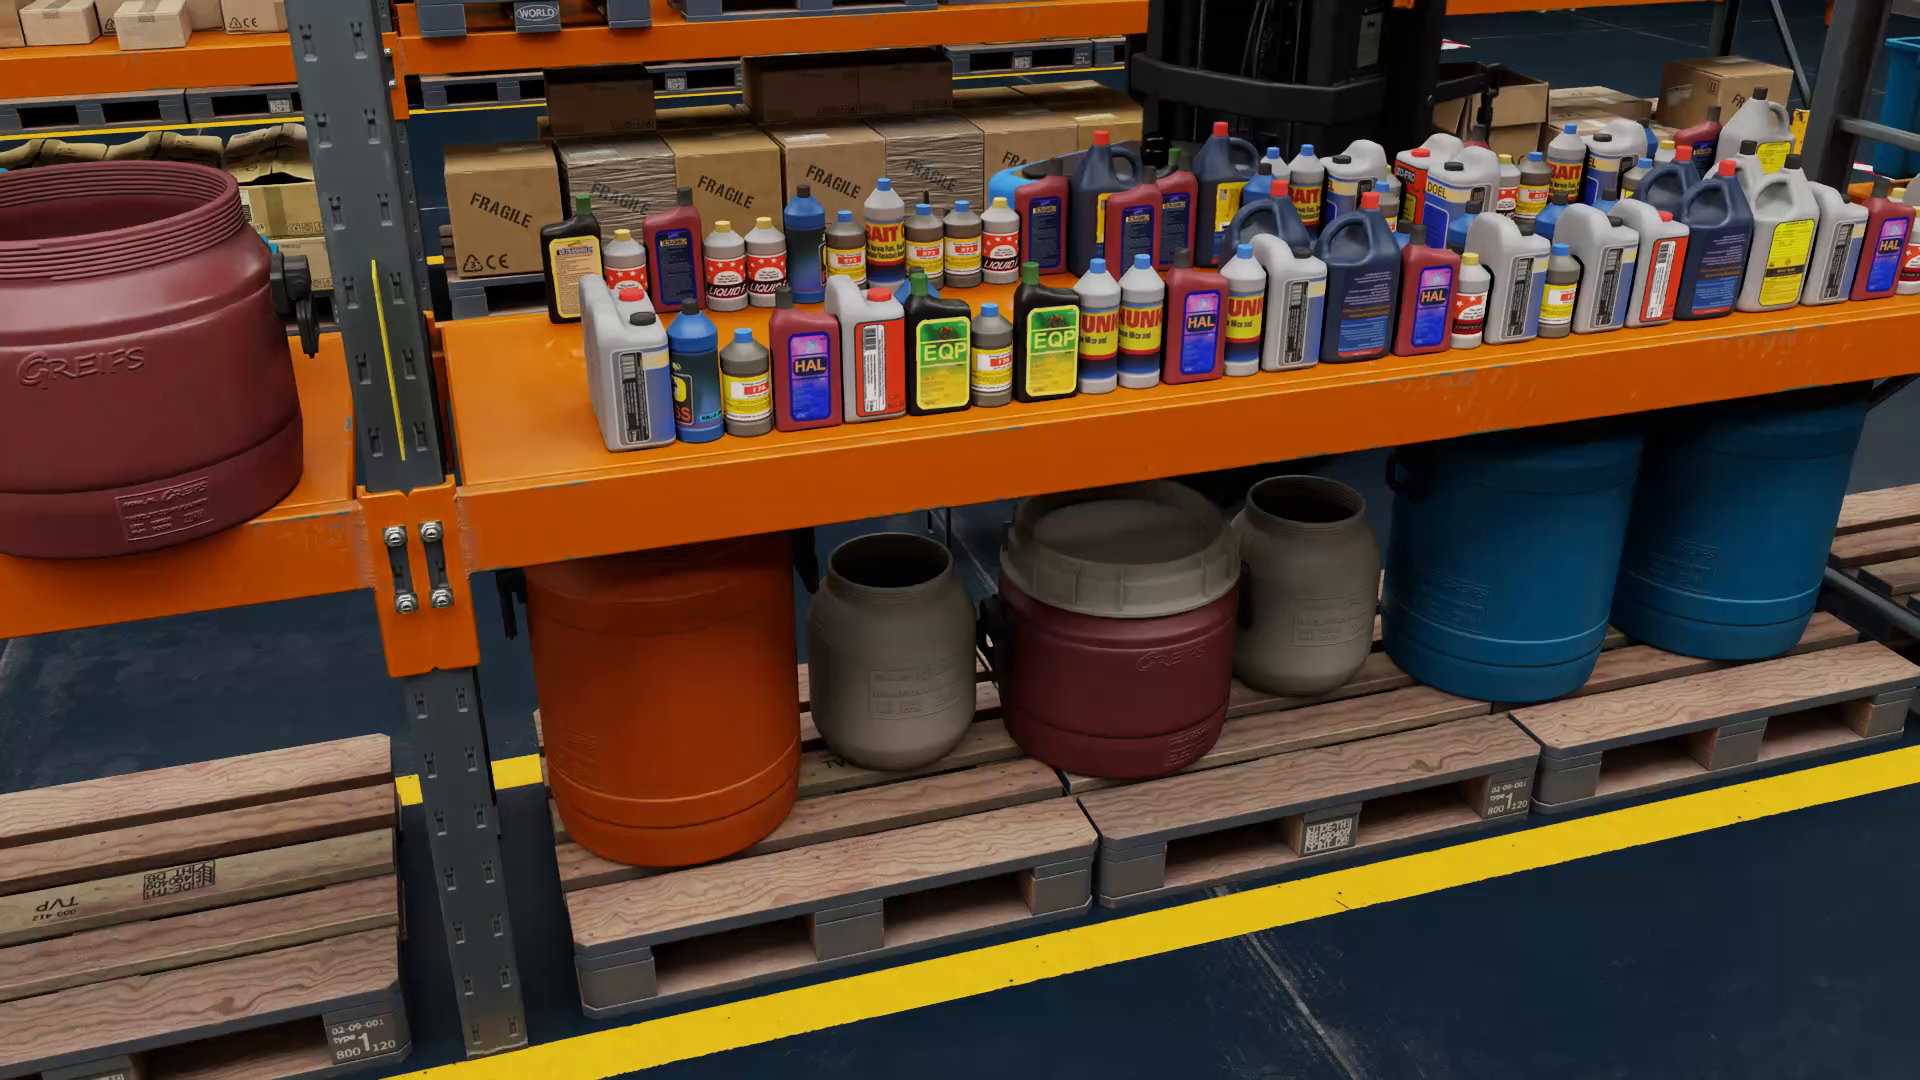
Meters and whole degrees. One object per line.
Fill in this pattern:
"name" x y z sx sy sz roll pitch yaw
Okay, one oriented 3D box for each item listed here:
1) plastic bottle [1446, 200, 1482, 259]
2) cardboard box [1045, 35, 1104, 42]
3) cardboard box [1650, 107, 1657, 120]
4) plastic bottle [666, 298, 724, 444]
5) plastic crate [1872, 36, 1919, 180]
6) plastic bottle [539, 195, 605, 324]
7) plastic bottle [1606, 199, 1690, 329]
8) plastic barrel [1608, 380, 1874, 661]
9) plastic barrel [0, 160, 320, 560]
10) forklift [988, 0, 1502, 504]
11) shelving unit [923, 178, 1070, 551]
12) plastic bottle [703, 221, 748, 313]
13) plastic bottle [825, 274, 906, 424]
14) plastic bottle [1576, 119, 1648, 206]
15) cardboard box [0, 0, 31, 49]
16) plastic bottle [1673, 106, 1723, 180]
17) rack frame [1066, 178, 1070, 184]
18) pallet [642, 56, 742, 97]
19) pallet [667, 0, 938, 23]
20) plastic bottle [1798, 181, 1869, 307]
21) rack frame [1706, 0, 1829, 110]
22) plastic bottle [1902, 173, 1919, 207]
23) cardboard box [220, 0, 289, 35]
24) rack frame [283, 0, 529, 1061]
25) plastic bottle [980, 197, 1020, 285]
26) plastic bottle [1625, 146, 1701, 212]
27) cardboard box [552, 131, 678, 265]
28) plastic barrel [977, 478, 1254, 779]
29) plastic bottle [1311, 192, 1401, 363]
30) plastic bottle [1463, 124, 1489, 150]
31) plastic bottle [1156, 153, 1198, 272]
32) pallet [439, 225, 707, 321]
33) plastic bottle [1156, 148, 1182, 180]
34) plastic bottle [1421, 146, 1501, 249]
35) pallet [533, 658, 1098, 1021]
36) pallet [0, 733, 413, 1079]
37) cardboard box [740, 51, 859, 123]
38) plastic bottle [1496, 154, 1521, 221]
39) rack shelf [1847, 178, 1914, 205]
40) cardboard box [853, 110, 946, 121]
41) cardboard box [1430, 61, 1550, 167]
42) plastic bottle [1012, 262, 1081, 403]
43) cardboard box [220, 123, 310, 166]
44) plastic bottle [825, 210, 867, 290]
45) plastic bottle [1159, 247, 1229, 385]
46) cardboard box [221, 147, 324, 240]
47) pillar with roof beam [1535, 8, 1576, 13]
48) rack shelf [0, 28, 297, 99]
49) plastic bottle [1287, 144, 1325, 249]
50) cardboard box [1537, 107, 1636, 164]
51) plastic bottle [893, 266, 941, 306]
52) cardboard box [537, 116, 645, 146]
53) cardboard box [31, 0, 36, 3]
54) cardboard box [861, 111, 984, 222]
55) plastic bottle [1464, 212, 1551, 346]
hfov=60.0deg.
"plastic bottle" 1.159 -0.641 3.812 0.097 0.271 0.097 0 26 0
"cardboard box" 0.819 -4.394 13.566 0.500 0.500 0.700 -9 28 -17
"cardboard box" 4.196 -2.636 10.378 0.250 0.166 0.380 -8 28 -16
"plastic bottle" -0.508 -0.328 3.182 0.097 0.271 0.097 0 26 0
"plastic crate" 3.004 -1.237 4.820 0.575 0.384 0.392 -8 28 -16
"plastic bottle" -0.885 -0.642 3.802 0.133 0.283 0.061 -8 28 -16
"plastic bottle" 1.564 -0.643 3.811 0.135 0.276 0.152 -8 28 -16
"plastic barrel" 2.143 -0.190 4.646 0.708 0.901 0.600 -8 28 -16
"plastic barrel" -1.485 -0.327 2.883 0.708 0.536 0.600 -8 28 -16
"forklift" 1.495 -1.982 6.447 3.031 2.935 1.130 -23 35 -39
"shelving unit" 0.157 -0.560 5.529 0.503 1.200 0.258 -8 28 -16
"plastic bottle" -0.551 -0.645 3.900 0.097 0.201 0.097 0 26 0
"plastic bottle" -0.186 -0.389 3.301 0.135 0.276 0.152 -8 28 -16
"plastic bottle" 1.759 -1.001 4.532 0.135 0.276 0.152 -8 28 -16
"cardboard box" -4.259 -2.360 7.018 0.500 0.500 0.500 -10 28 -19
"plastic bottle" 2.058 -1.069 4.660 0.133 0.283 0.061 -8 28 -16
"rack frame" 0.389 -0.594 5.597 0.015 1.200 0.240 -8 28 -16
"pallet" -2.275 -3.641 12.847 1.213 0.211 1.003 -8 28 -16
"pallet" -0.821 -2.737 8.106 1.213 0.211 1.003 -8 28 -16
"plastic bottle" 2.043 -0.712 3.951 0.135 0.276 0.152 -8 28 -16
"rack frame" 4.938 -3.655 9.739 0.127 3.000 1.000 -8 28 -16
"plastic bottle" 2.391 -0.763 4.053 0.135 0.276 0.152 -8 28 -16
"cardboard box" -3.028 -2.482 7.476 0.500 0.311 0.500 -7 27 -13
"rack frame" -1.138 -0.458 3.300 0.127 3.000 1.000 -8 28 -16
"plastic bottle" 0.097 -0.739 4.089 0.097 0.201 0.097 0 26 0
"plastic bottle" 1.672 -0.758 3.958 0.185 0.351 0.144 -8 28 -16
"cardboard box" -1.651 -1.647 8.011 0.500 0.500 0.500 -9 28 -18
"plastic barrel" 0.396 0.203 4.206 0.708 0.588 0.600 -8 28 -16
"plastic bottle" 0.845 -0.571 3.581 0.185 0.351 0.144 -8 28 -16
"plastic bottle" 1.340 -0.965 4.451 0.133 0.283 0.061 -8 28 -16
"plastic bottle" 0.523 -0.818 4.155 0.133 0.283 0.061 -8 28 -16
"pallet" -1.947 -1.391 8.315 1.213 0.211 1.003 -8 28 -16
"plastic bottle" 0.504 -0.843 4.207 0.133 0.283 0.061 -8 28 -16
"plastic bottle" 1.274 -0.859 4.247 0.135 0.276 0.152 -8 28 -16
"pallet" -0.401 0.664 4.174 1.213 0.211 1.003 -8 28 -16
"pallet" -1.887 0.881 3.738 1.213 0.211 1.003 -8 28 -16
"cardboard box" -0.828 -2.347 8.577 0.500 0.250 0.500 -9 28 -17
"plastic bottle" 1.456 -0.936 4.486 0.097 0.201 0.097 0 26 0
"rack shelf" 4.567 -0.962 5.124 4.000 0.370 1.077 -8 28 -16
"cardboard box" -0.382 -2.074 8.871 0.500 0.500 0.500 -8 27 -15
"cardboard box" 2.920 -2.444 9.612 0.637 0.503 0.797 -8 28 -16
"plastic bottle" 0.174 -0.424 3.361 0.133 0.283 0.061 -8 28 -16
"cardboard box" -3.257 -1.813 8.018 0.500 0.311 0.500 -7 27 -14
"plastic bottle" -0.273 -0.686 3.981 0.097 0.201 0.097 0 26 0
"plastic bottle" 0.486 -0.469 3.452 0.133 0.283 0.061 -8 28 -16
"cardboard box" -3.090 -1.585 7.558 0.500 0.311 0.500 -8 27 -15
"pillar with roof beam" 7.033 -7.353 10.442 0.400 9.000 9.100 -8 28 -16
"rack shelf" -4.570 -1.956 7.125 4.000 0.370 1.077 -8 28 -16
"plastic bottle" 0.888 -0.885 4.304 0.097 0.271 0.097 0 26 0
"cardboard box" 3.585 -2.323 9.654 0.500 0.250 0.500 -8 28 -16
"plastic bottle" -0.087 -0.418 3.362 0.097 0.271 0.097 0 26 0
"cardboard box" -1.852 -1.859 8.437 0.500 0.500 0.500 -7 27 -14
"cardboard box" -6.403 -3.753 11.410 0.500 0.250 0.500 -9 28 -18
"cardboard box" -0.195 -1.859 8.438 0.500 0.500 0.500 -8 27 -15
"plastic bottle" 1.215 -0.593 3.710 0.135 0.276 0.152 -8 28 -16
